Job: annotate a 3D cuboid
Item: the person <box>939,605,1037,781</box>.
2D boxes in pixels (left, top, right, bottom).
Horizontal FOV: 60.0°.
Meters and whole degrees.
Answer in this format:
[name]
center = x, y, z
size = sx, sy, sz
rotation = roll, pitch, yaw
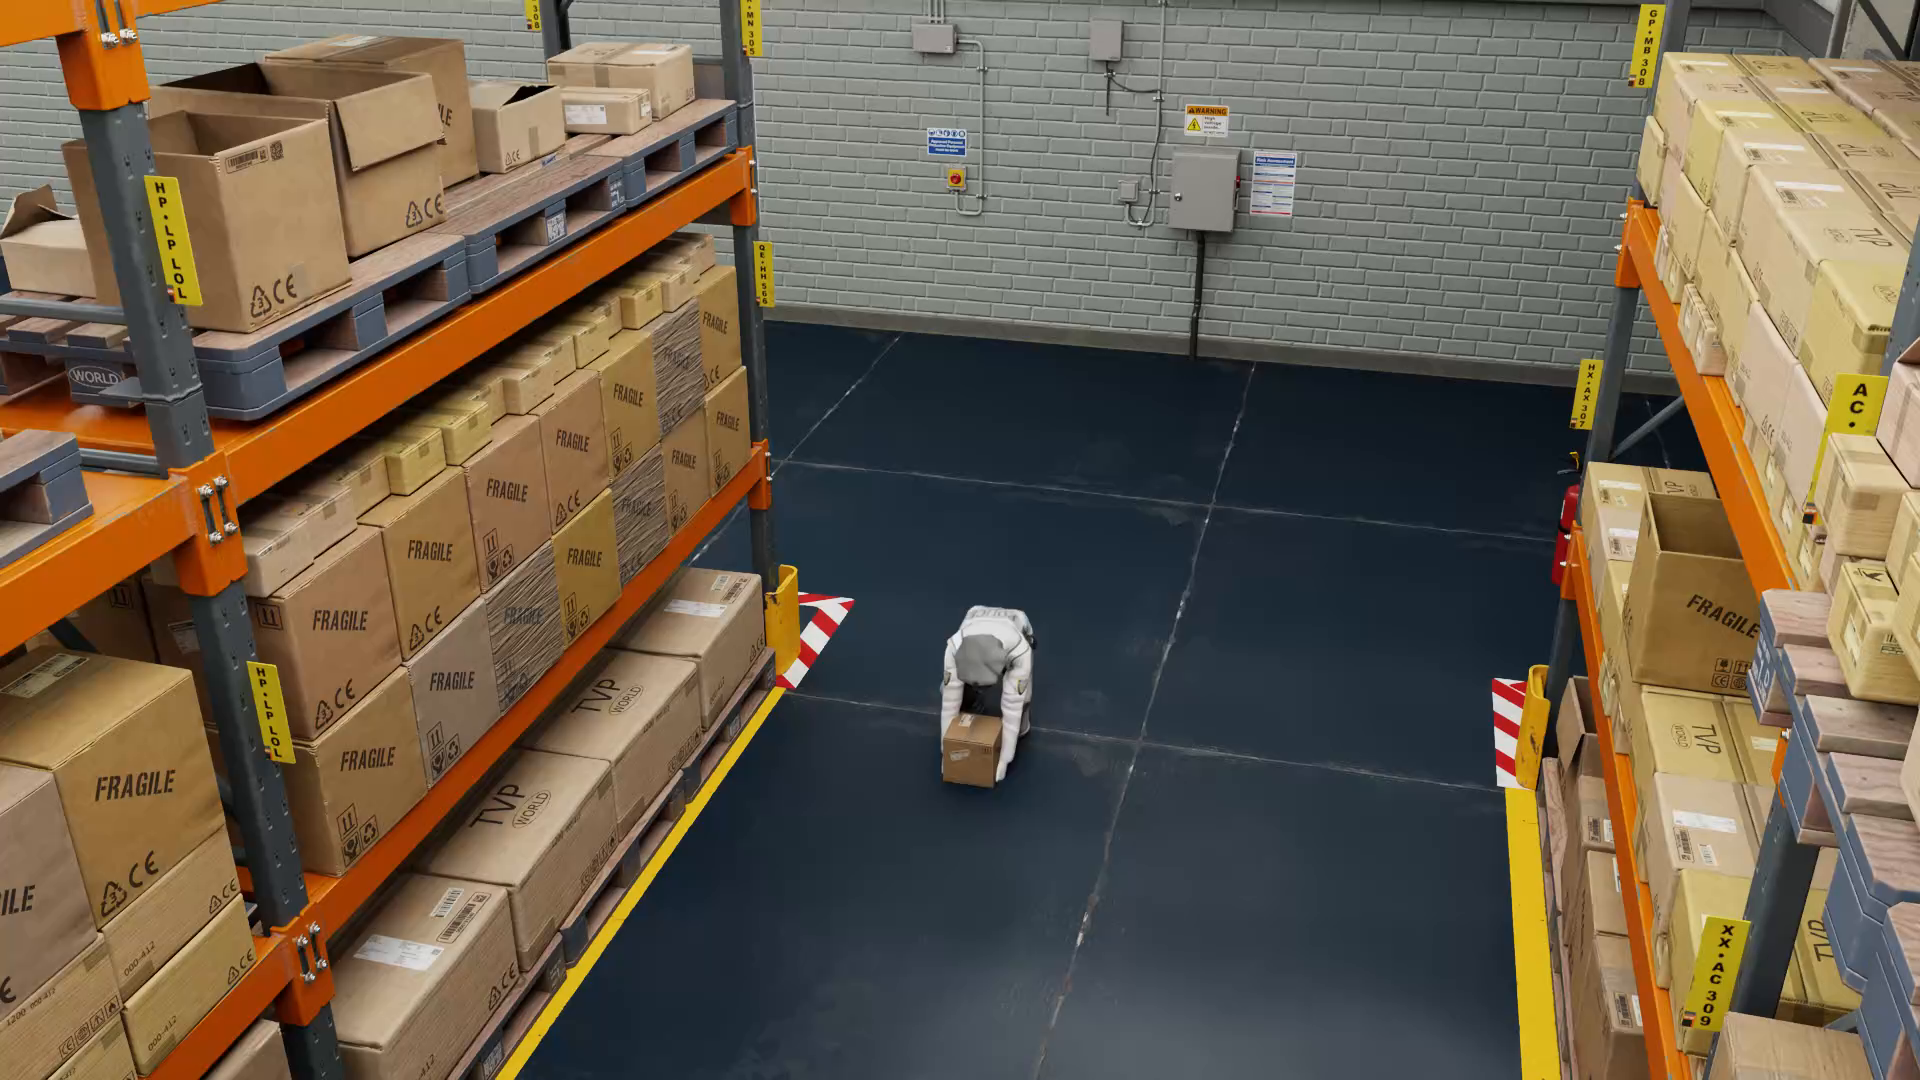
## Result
[person]
center = 0.140, 0.688, 8.261
size = 0.465, 0.823, 0.898
rotation = 6, 26, 12
